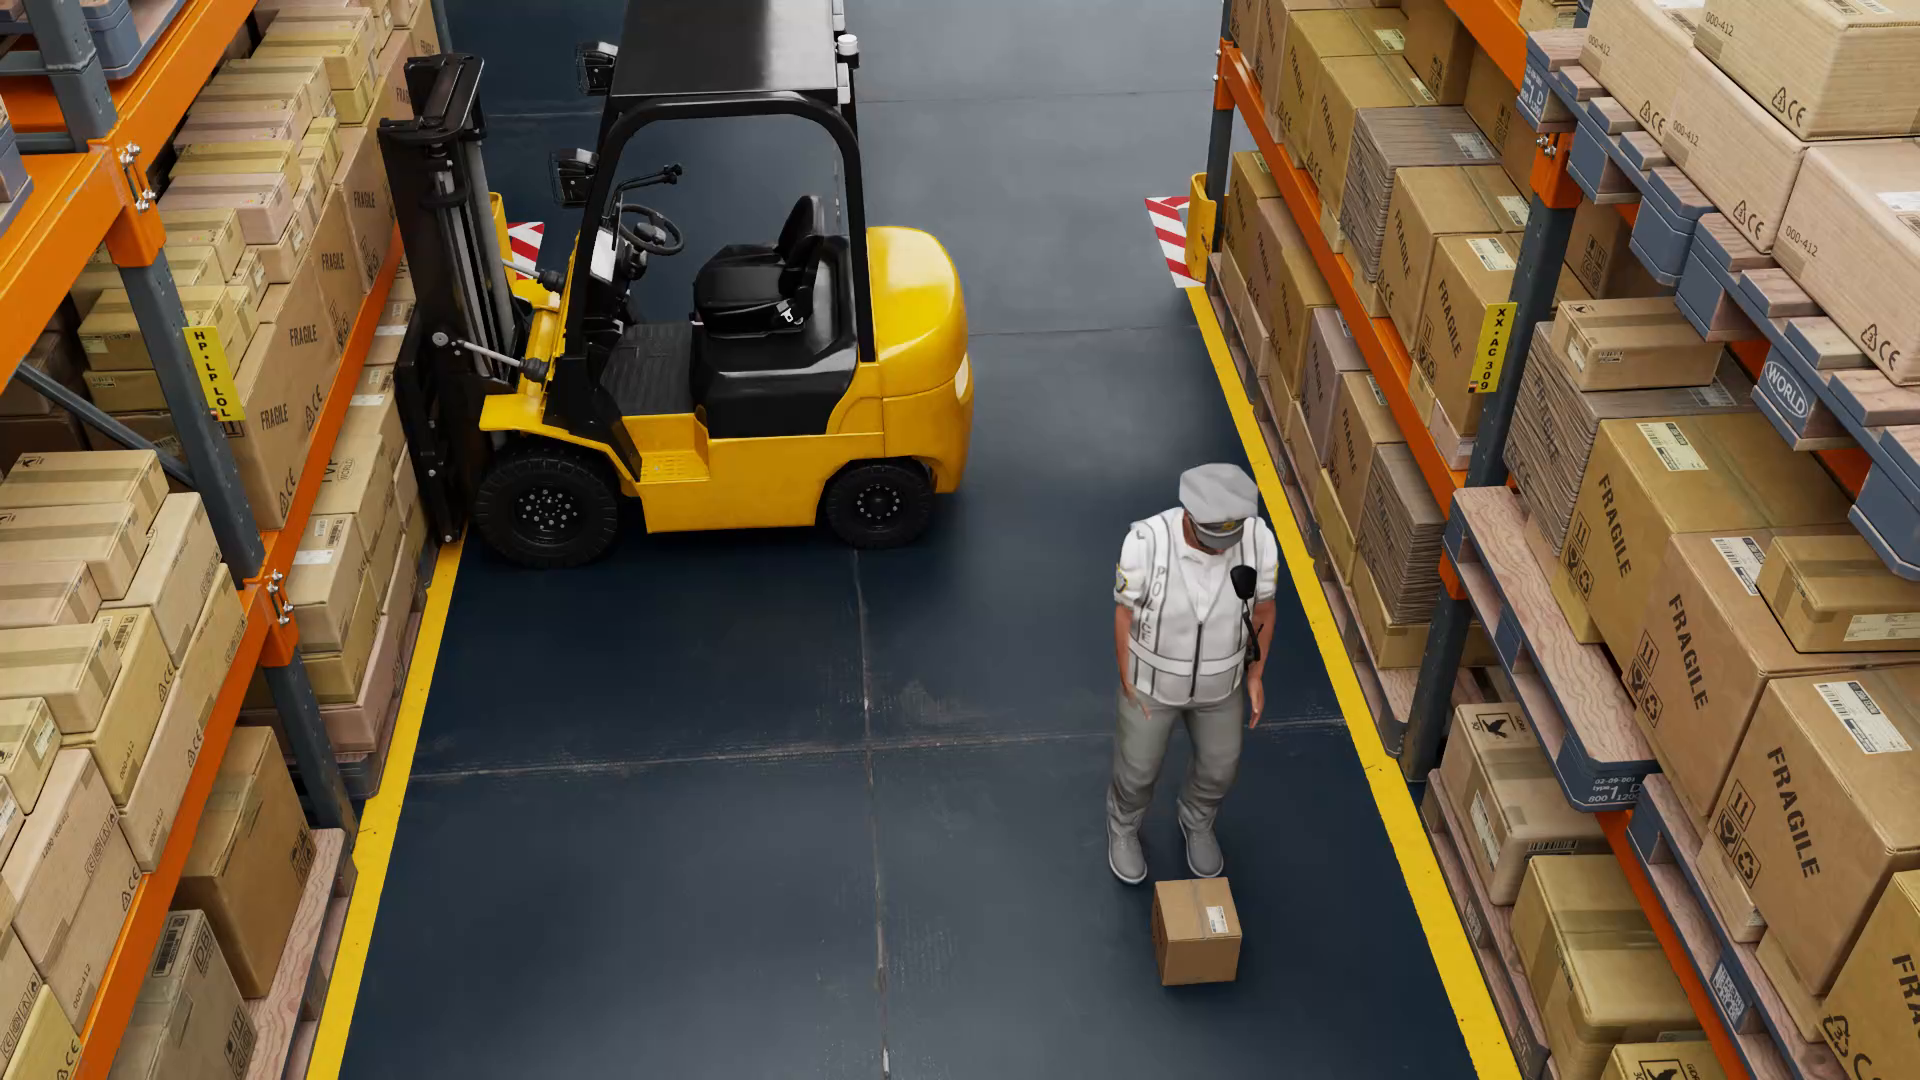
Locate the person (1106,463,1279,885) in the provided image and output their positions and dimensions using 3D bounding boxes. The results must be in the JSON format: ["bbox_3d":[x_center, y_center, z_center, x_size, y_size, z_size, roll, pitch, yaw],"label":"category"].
[{"bbox_3d":[0.773,0.453,5.616,0.541,1.729,0.408,-3,39,-4],"label":"person"}]
